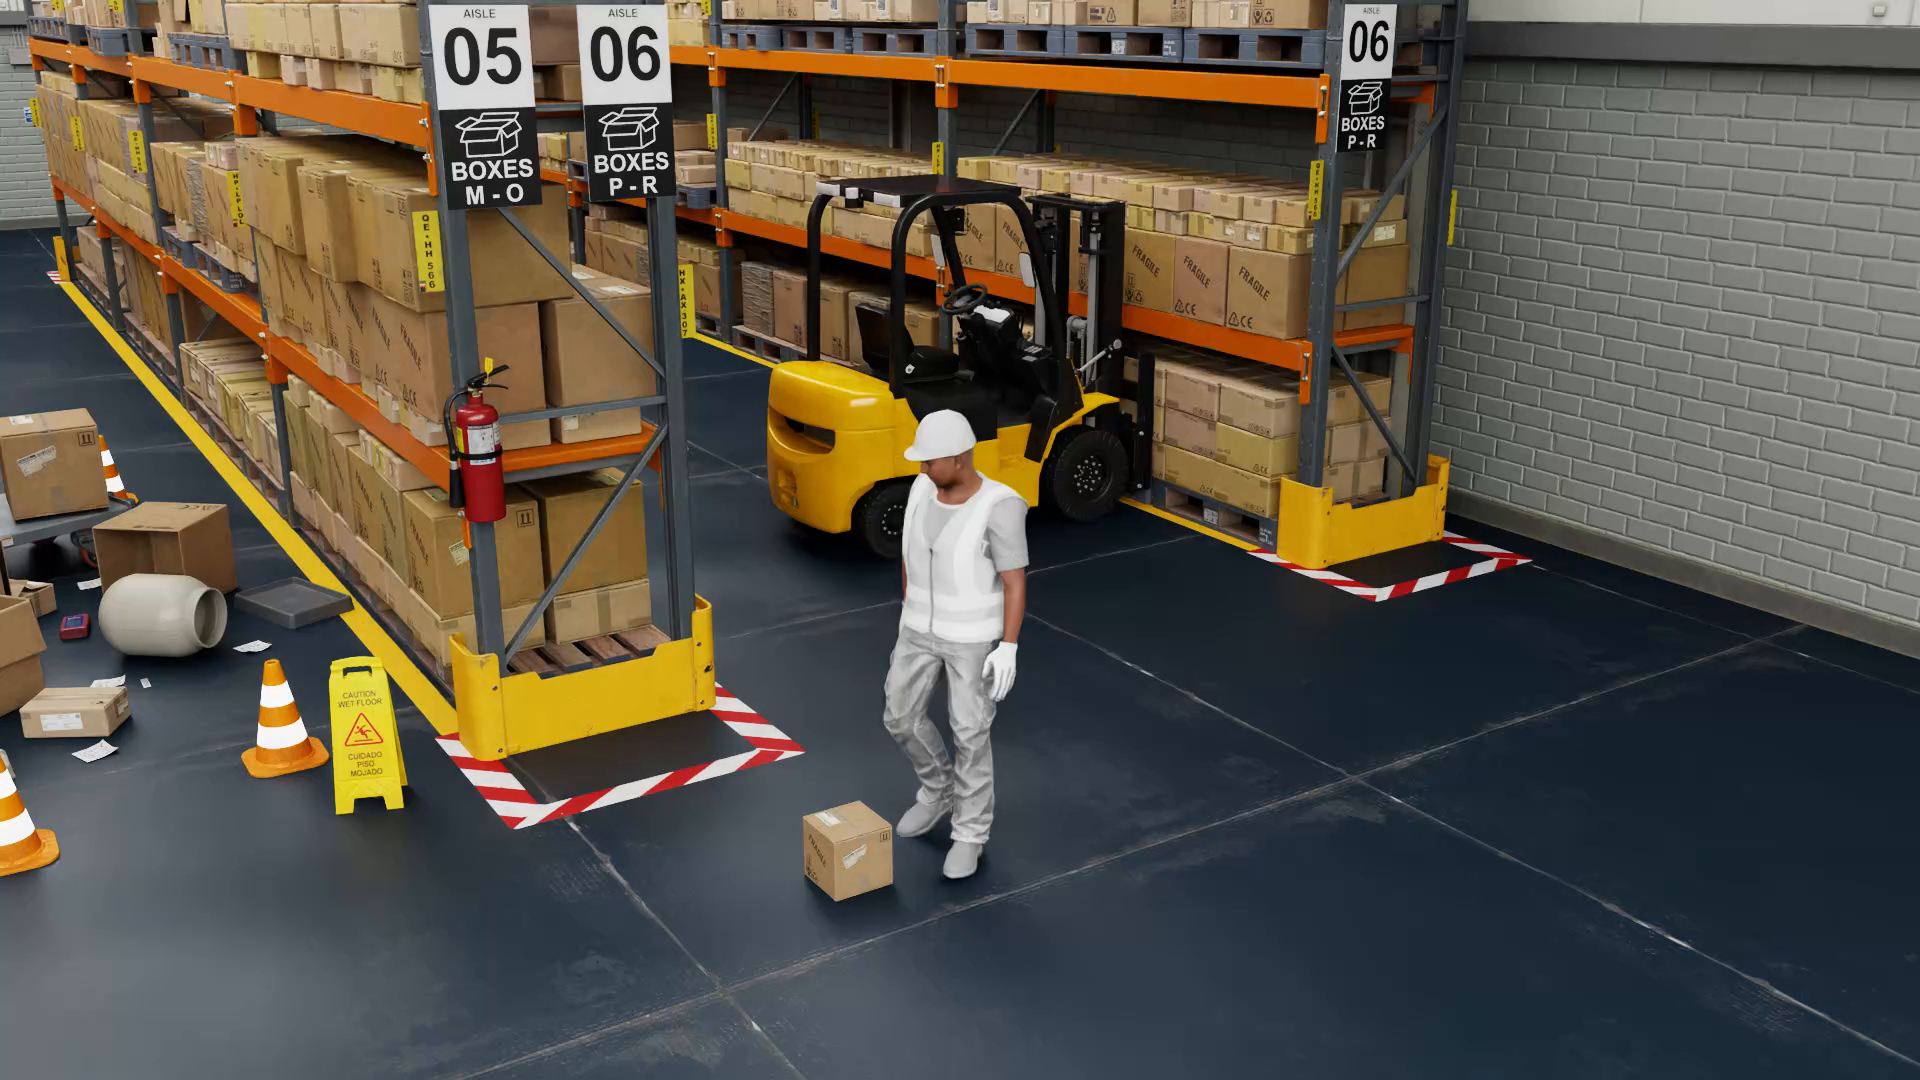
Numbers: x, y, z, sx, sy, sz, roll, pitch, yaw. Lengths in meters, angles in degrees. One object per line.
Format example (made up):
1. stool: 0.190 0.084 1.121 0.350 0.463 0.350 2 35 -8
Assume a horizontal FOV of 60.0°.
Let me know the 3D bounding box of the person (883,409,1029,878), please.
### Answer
1. person: -0.027 0.388 6.326 0.651 1.799 0.461 13 22 34
